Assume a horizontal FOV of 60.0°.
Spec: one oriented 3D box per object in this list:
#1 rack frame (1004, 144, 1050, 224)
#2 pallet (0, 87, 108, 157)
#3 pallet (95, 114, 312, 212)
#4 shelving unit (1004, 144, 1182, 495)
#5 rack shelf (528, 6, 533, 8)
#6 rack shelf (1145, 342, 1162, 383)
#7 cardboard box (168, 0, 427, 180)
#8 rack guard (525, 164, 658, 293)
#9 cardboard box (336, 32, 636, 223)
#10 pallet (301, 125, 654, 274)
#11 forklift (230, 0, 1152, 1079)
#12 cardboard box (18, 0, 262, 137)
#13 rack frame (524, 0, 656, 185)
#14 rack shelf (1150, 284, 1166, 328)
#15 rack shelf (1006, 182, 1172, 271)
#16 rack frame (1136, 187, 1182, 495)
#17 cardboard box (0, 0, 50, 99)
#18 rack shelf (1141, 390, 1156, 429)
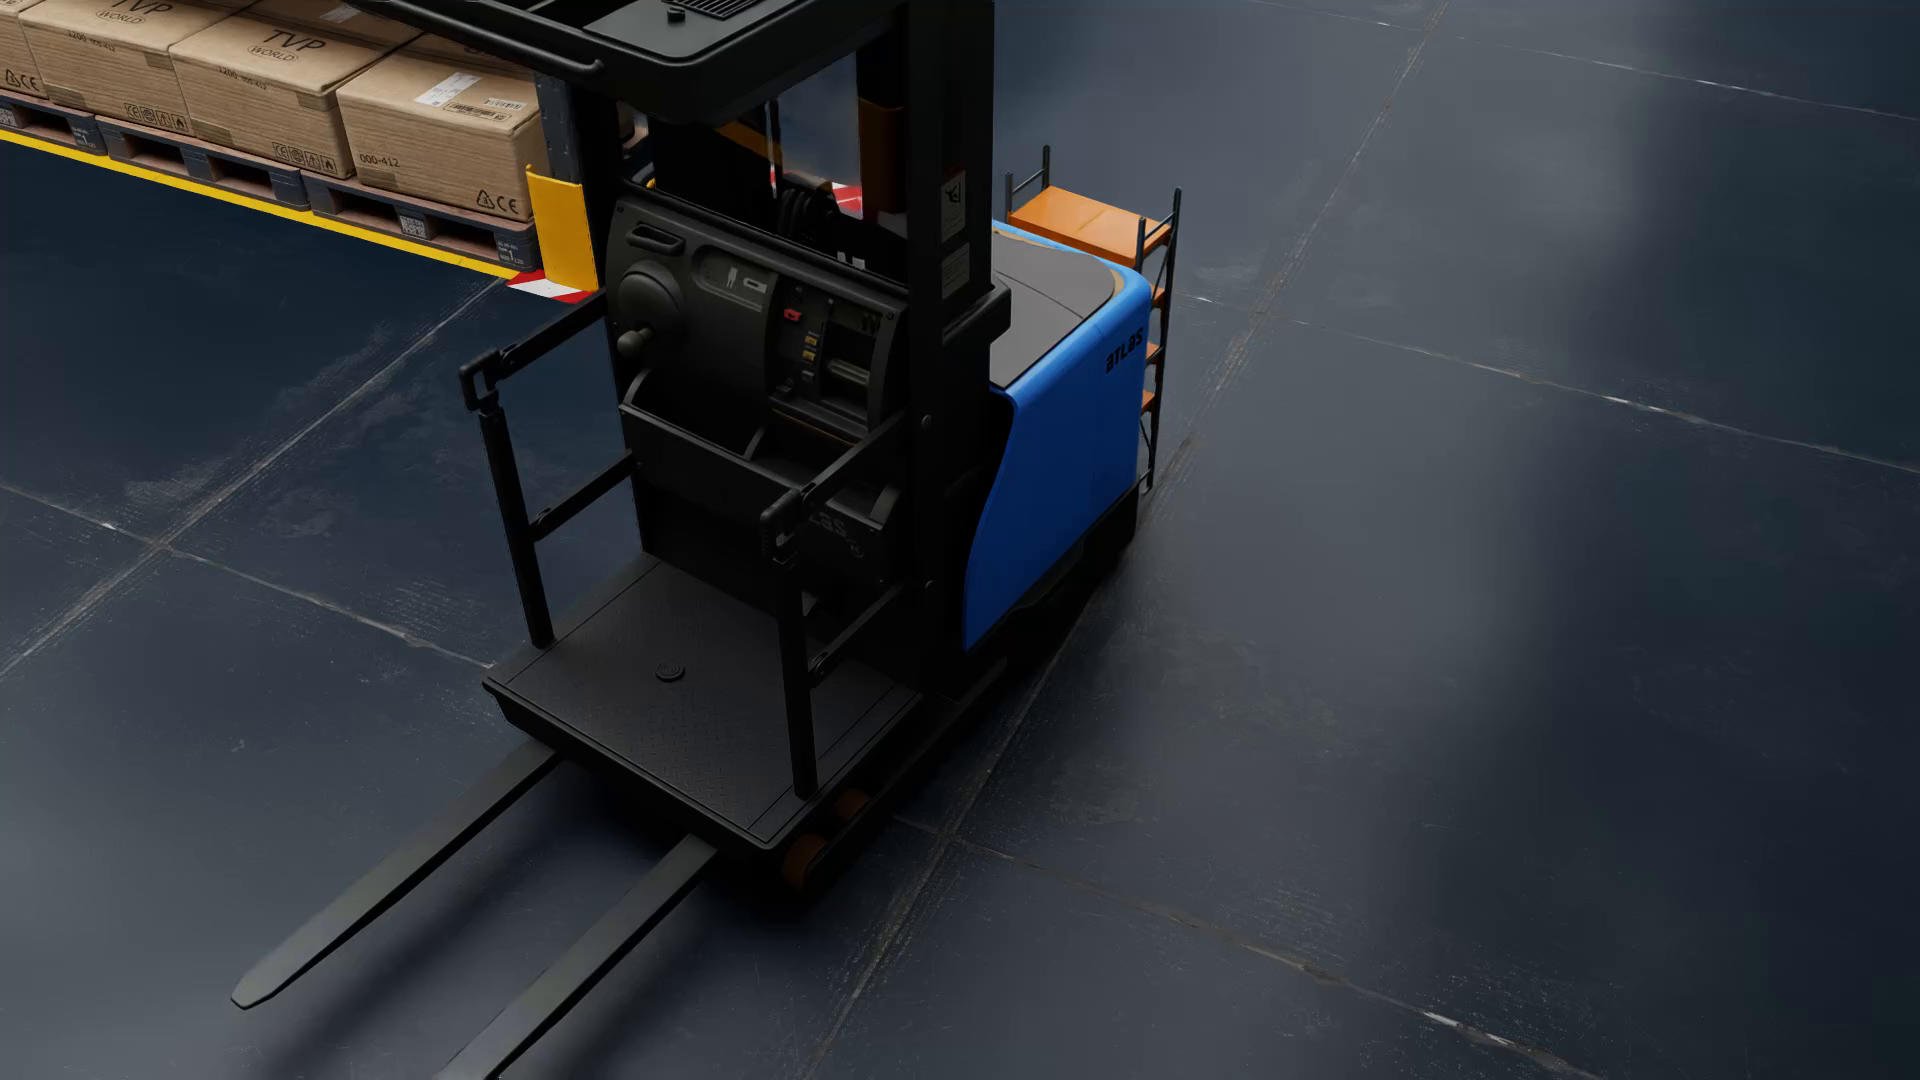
[{"bbox_3d":[0.218,-0.766,5.718,0.015,1.200,0.240,25,47,26],"label":"rack frame"},{"bbox_3d":[-4.365,-2.341,8.289,1.213,0.211,1.003,17,44,19],"label":"pallet"},{"bbox_3d":[-3.256,-2.004,7.900,1.213,0.211,1.003,17,44,19],"label":"pallet"},{"bbox_3d":[0.417,-0.674,5.612,0.503,1.200,0.258,25,47,26],"label":"shelving unit"},{"bbox_3d":[-3.209,-2.826,7.269,4.000,0.370,1.077,17,44,19],"label":"rack shelf"},{"bbox_3d":[0.417,-0.623,5.656,0.480,0.148,0.258,25,47,26],"label":"rack shelf"},{"bbox_3d":[-2.870,-2.106,7.525,0.875,0.438,0.875,18,44,20],"label":"cardboard box"},{"bbox_3d":[-1.375,-1.592,7.206,0.348,0.500,1.175,17,44,19],"label":"rack guard"},{"bbox_3d":[-2.037,-1.858,7.238,0.875,0.438,0.875,16,43,17],"label":"cardboard box"},{"bbox_3d":[-2.154,-1.665,7.510,1.213,0.211,1.003,17,44,19],"label":"pallet"},{"bbox_3d":[-0.661,-0.493,4.081,1.130,2.935,3.031,25,47,26],"label":"forklift"},{"bbox_3d":[-3.686,-2.357,7.814,0.875,0.438,0.875,16,43,17],"label":"cardboard box"},{"bbox_3d":[-1.396,-2.544,6.394,0.127,3.000,1.000,17,44,19],"label":"rack frame"},{"bbox_3d":[0.417,-0.792,5.509,0.480,0.148,0.258,25,47,26],"label":"rack shelf"},{"bbox_3d":[0.418,-0.971,5.354,0.480,0.148,0.258,25,47,26],"label":"rack shelf"},{"bbox_3d":[0.617,-0.582,5.505,0.015,1.200,0.240,25,47,26],"label":"rack frame"},{"bbox_3d":[-4.498,-2.604,8.100,0.875,0.438,0.875,16,44,18],"label":"cardboard box"},{"bbox_3d":[0.417,-0.473,5.786,0.480,0.148,0.258,25,47,26],"label":"rack shelf"}]
